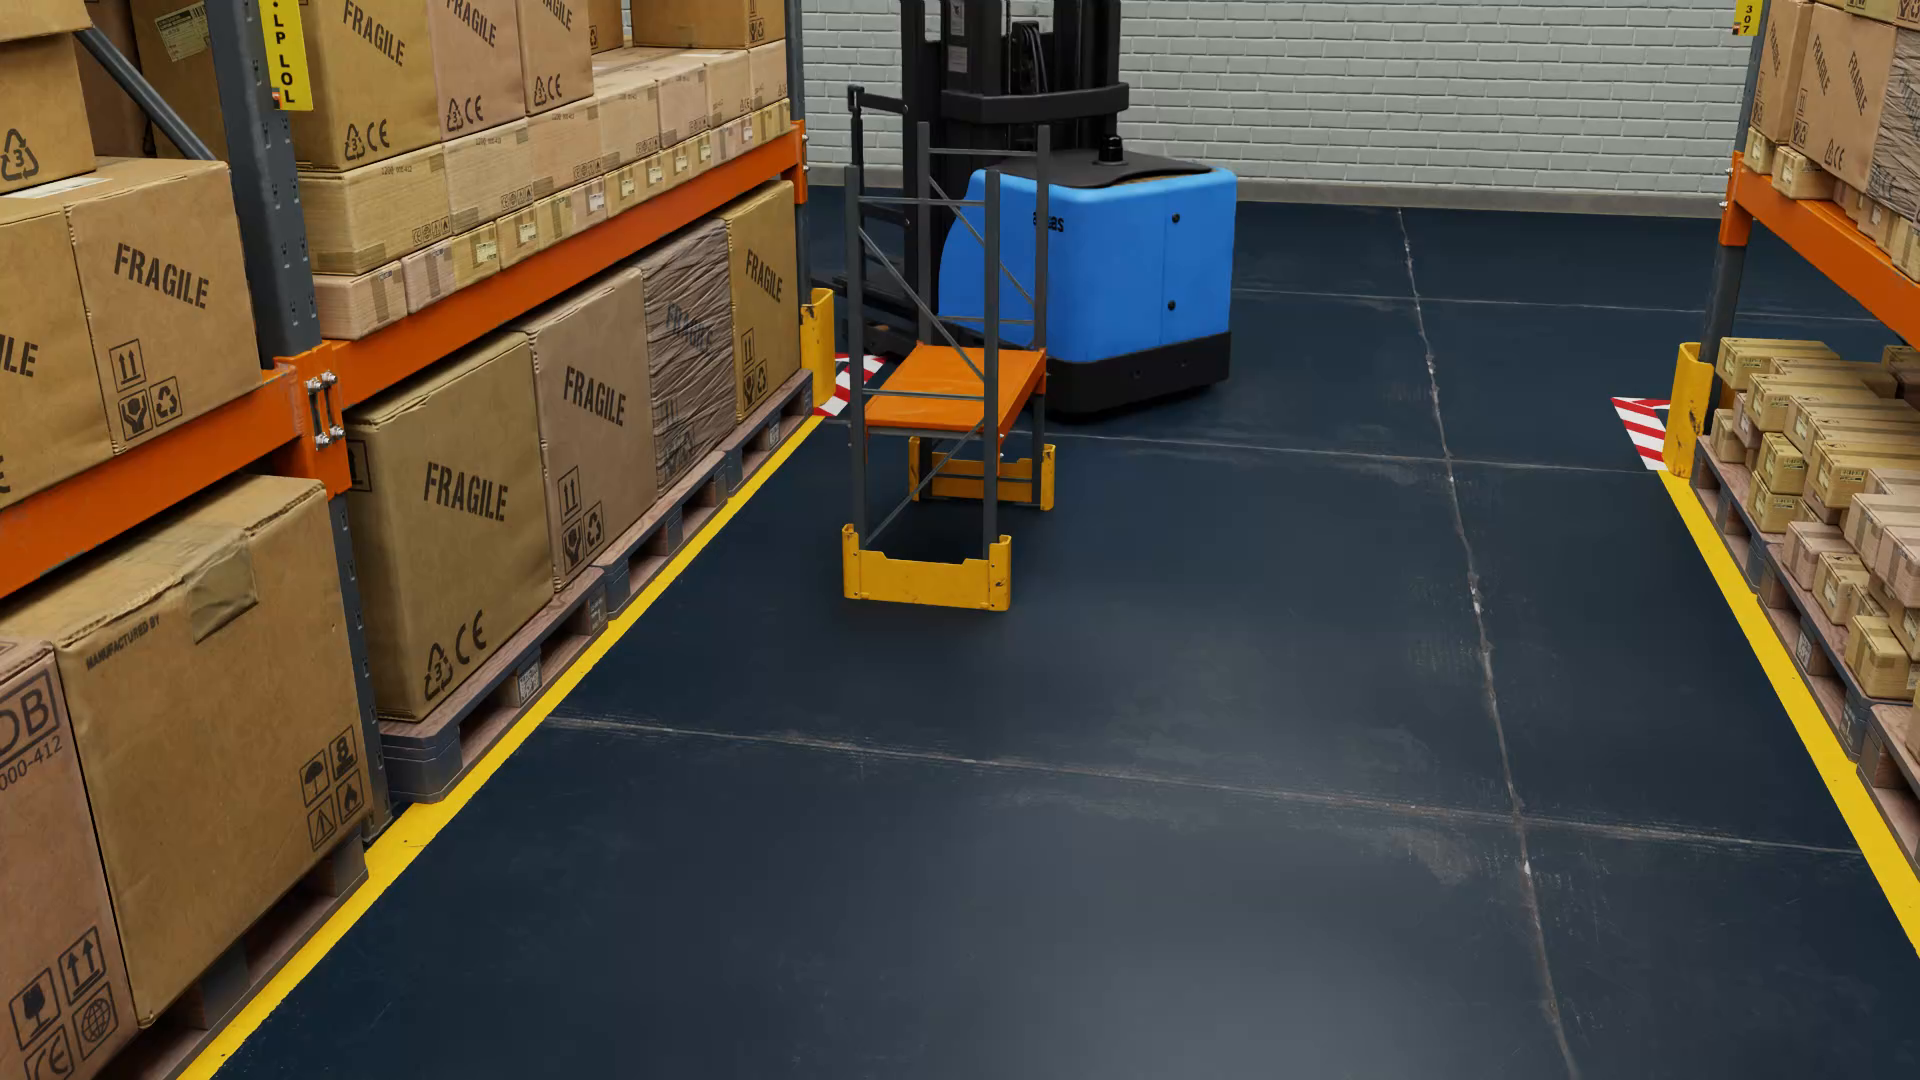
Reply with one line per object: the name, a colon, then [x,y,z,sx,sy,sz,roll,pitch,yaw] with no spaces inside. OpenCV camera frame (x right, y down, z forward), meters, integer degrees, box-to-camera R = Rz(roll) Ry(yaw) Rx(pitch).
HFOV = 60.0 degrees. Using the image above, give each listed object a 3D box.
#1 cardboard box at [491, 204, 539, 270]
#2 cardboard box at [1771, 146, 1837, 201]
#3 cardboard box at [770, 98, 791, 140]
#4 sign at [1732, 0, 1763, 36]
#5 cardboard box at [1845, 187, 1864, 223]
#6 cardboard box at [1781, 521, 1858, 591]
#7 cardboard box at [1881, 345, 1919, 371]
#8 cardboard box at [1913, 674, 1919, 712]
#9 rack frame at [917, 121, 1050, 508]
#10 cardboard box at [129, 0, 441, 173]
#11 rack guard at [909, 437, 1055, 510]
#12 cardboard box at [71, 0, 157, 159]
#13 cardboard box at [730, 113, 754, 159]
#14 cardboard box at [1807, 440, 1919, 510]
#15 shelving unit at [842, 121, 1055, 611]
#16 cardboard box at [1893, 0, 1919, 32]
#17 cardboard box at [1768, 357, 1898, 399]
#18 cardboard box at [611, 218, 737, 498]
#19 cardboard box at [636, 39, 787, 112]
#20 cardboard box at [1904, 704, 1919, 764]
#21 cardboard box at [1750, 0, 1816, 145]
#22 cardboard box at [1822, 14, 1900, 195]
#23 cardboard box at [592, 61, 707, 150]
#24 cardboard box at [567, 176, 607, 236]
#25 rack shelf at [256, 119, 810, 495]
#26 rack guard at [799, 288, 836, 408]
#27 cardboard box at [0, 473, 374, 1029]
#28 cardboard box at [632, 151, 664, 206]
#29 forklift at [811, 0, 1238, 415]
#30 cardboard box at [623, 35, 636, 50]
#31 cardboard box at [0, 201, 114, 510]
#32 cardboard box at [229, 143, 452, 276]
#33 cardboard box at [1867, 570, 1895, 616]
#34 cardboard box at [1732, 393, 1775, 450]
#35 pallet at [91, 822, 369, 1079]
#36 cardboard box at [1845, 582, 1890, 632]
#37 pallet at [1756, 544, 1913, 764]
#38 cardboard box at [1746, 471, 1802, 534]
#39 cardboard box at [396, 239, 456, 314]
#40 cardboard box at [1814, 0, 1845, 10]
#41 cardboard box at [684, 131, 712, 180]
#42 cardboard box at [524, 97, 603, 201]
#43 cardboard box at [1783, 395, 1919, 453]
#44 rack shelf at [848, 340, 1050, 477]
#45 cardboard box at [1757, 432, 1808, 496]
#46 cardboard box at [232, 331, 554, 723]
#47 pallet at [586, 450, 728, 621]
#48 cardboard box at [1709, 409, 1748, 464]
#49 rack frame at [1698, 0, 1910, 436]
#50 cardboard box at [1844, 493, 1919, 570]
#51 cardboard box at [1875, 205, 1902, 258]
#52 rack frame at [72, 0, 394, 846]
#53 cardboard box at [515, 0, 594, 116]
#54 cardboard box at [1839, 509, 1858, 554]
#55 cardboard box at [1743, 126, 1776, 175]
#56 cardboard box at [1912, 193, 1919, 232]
cardboard box: [-1.480,-0.905,4.921,0.380,0.149,0.250,4,22,9]
cardboard box: [3.121,-1.297,5.894,0.380,0.149,0.250,4,22,9]
cardboard box: [-0.959,-1.840,7.245,0.380,0.149,0.250,5,22,12]
sign: [3.095,-2.140,6.494,0.100,0.325,0.005,4,22,11]
cardboard box: [3.123,-1.094,5.391,0.380,0.149,0.250,4,22,10]
cardboard box: [2.935,0.061,5.441,0.380,0.149,0.250,3,22,8]
cardboard box: [3.767,-0.633,6.367,0.380,0.149,0.250,5,22,12]
cardboard box: [2.644,0.417,4.160,0.380,0.149,0.250,4,22,9]
rack frame: [0.086,-0.850,6.458,0.500,1.500,0.032,4,22,11]
cardboard box: [-1.677,-1.221,4.170,0.500,0.500,0.500,4,22,11]
rack guard: [0.086,-0.270,6.690,0.587,0.250,0.087,4,22,11]
cardboard box: [-2.193,-1.254,4.251,0.500,0.500,0.500,5,22,12]
cardboard box: [-1.063,-1.653,6.779,0.380,0.149,0.250,5,22,11]
cardboard box: [2.938,-0.197,5.285,0.380,0.149,0.250,5,22,12]
shelving unit: [-0.016,-0.668,6.004,0.587,1.500,1.083,4,22,11]
cardboard box: [2.950,-1.641,4.543,0.500,0.500,0.500,4,22,9]
cardboard box: [3.249,-0.570,6.211,0.380,0.149,0.250,5,22,12]
cardboard box: [-1.446,-0.749,6.479,0.875,0.875,0.875,4,22,11]
cardboard box: [-1.048,-1.983,7.065,0.500,0.250,0.500,4,22,10]
cardboard box: [2.682,0.534,4.267,0.380,0.149,0.250,4,22,9]
cardboard box: [3.264,-1.739,6.123,0.500,0.500,0.500,6,23,13]
cardboard box: [3.068,-1.363,5.190,0.500,0.500,0.500,5,22,12]
cardboard box: [-1.255,-1.612,6.143,0.500,0.250,0.500,4,22,9]
cardboard box: [-1.375,-1.090,5.381,0.380,0.149,0.250,5,22,12]
rack shelf: [-1.617,-1.047,5.901,1.077,0.370,4.000,4,22,11]
rack guard: [-1.204,-0.962,8.072,1.175,0.500,0.348,4,22,11]
cardboard box: [-2.136,0.377,3.684,1.225,0.875,0.875,5,22,11]
cardboard box: [-1.271,-1.281,5.856,0.380,0.149,0.250,5,22,12]
forklift: [0.029,-2.422,8.445,1.130,2.935,3.031,-16,27,-34]
cardboard box: [-1.571,-2.026,7.171,0.500,0.250,0.500,4,22,9]
cardboard box: [-1.960,-0.324,3.008,0.500,0.500,0.500,5,23,13]
cardboard box: [-1.672,-0.870,4.300,0.500,0.250,0.500,4,22,10]
cardboard box: [2.898,0.141,4.844,0.380,0.149,0.250,3,22,8]
cardboard box: [3.157,-0.440,6.286,0.380,0.149,0.250,4,22,11]
pallet: [-2.108,0.932,3.757,1.003,0.211,1.213,4,22,11]
cardboard box: [2.887,0.255,4.959,0.380,0.149,0.250,5,22,12]
pallet: [3.159,0.363,5.169,1.003,0.211,1.213,4,22,11]
cardboard box: [3.030,-0.124,5.900,0.380,0.149,0.250,5,22,12]
cardboard box: [-1.585,-0.712,4.442,0.380,0.149,0.250,4,22,9]
cardboard box: [3.178,-2.016,5.475,0.500,0.500,0.500,5,22,12]
cardboard box: [-1.166,-1.467,6.317,0.380,0.149,0.250,4,22,10]
cardboard box: [-1.466,-1.241,5.223,0.500,0.250,0.500,5,22,12]
cardboard box: [3.102,-0.391,5.766,0.380,0.149,0.250,3,22,8]
rack shelf: [-0.017,-0.498,6.063,0.538,0.185,1.000,4,22,11]
cardboard box: [3.035,-0.258,5.835,0.380,0.149,0.250,5,23,13]
cardboard box: [-1.812,-0.094,4.854,0.875,0.875,0.875,4,22,11]
pallet: [-1.546,-0.076,6.259,1.003,0.211,1.213,4,22,11]
cardboard box: [3.206,-0.402,6.592,0.380,0.149,0.250,5,22,12]
rack frame: [3.627,-1.697,6.553,1.000,3.000,0.127,4,22,11]
cardboard box: [2.822,-0.015,4.834,0.380,0.149,0.250,4,22,9]
cardboard box: [2.971,-0.913,4.941,0.380,0.149,0.250,5,23,13]
rack frame: [-2.025,-0.649,3.951,1.000,3.000,0.127,4,22,11]
cardboard box: [-1.467,-1.592,5.089,0.500,0.500,0.500,4,22,9]
cardboard box: [3.059,-0.051,5.322,0.380,0.149,0.250,6,23,14]
cardboard box: [3.240,-1.487,6.367,0.380,0.149,0.250,4,22,10]
cardboard box: [2.842,-0.989,4.262,0.500,0.500,0.500,4,22,11]
